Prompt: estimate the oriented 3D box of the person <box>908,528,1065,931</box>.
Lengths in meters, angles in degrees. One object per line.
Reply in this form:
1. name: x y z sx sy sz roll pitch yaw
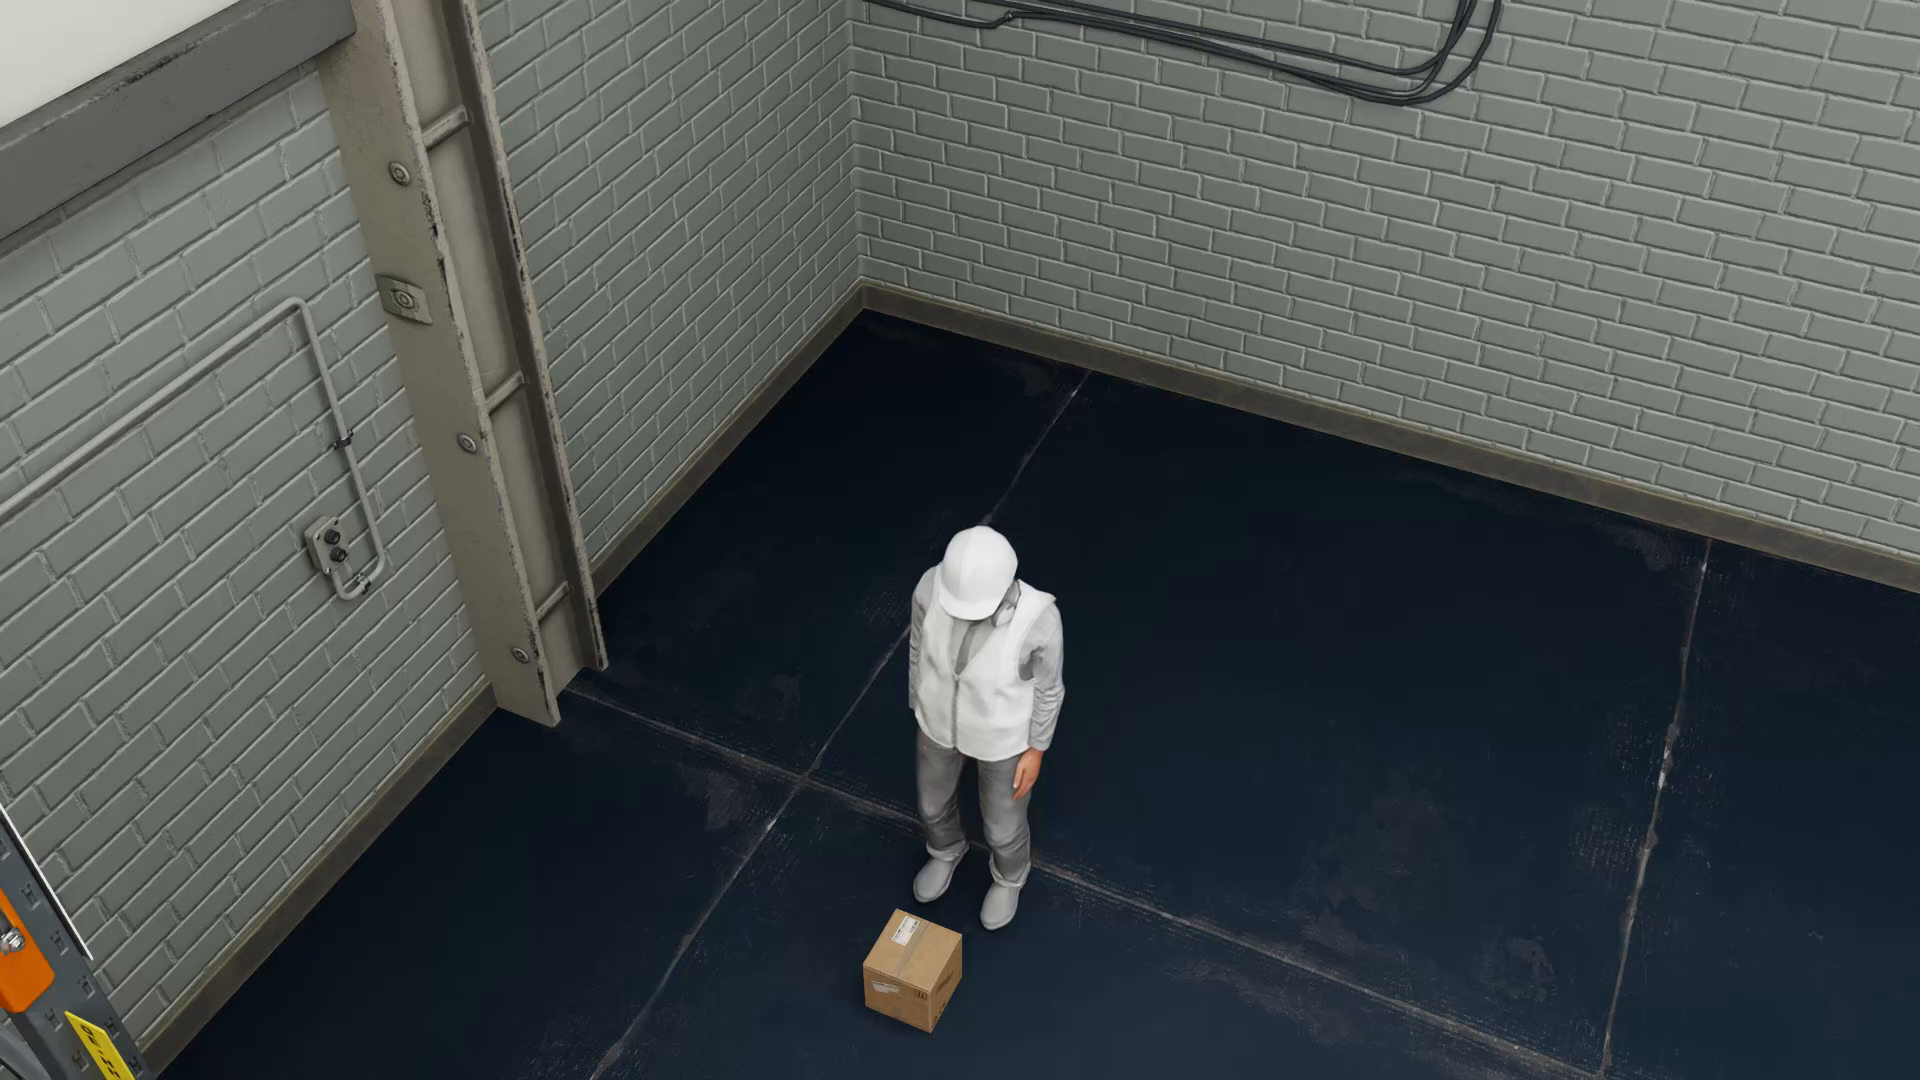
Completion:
1. person: 0.073 0.616 5.469 0.543 1.753 0.400 18 45 19
